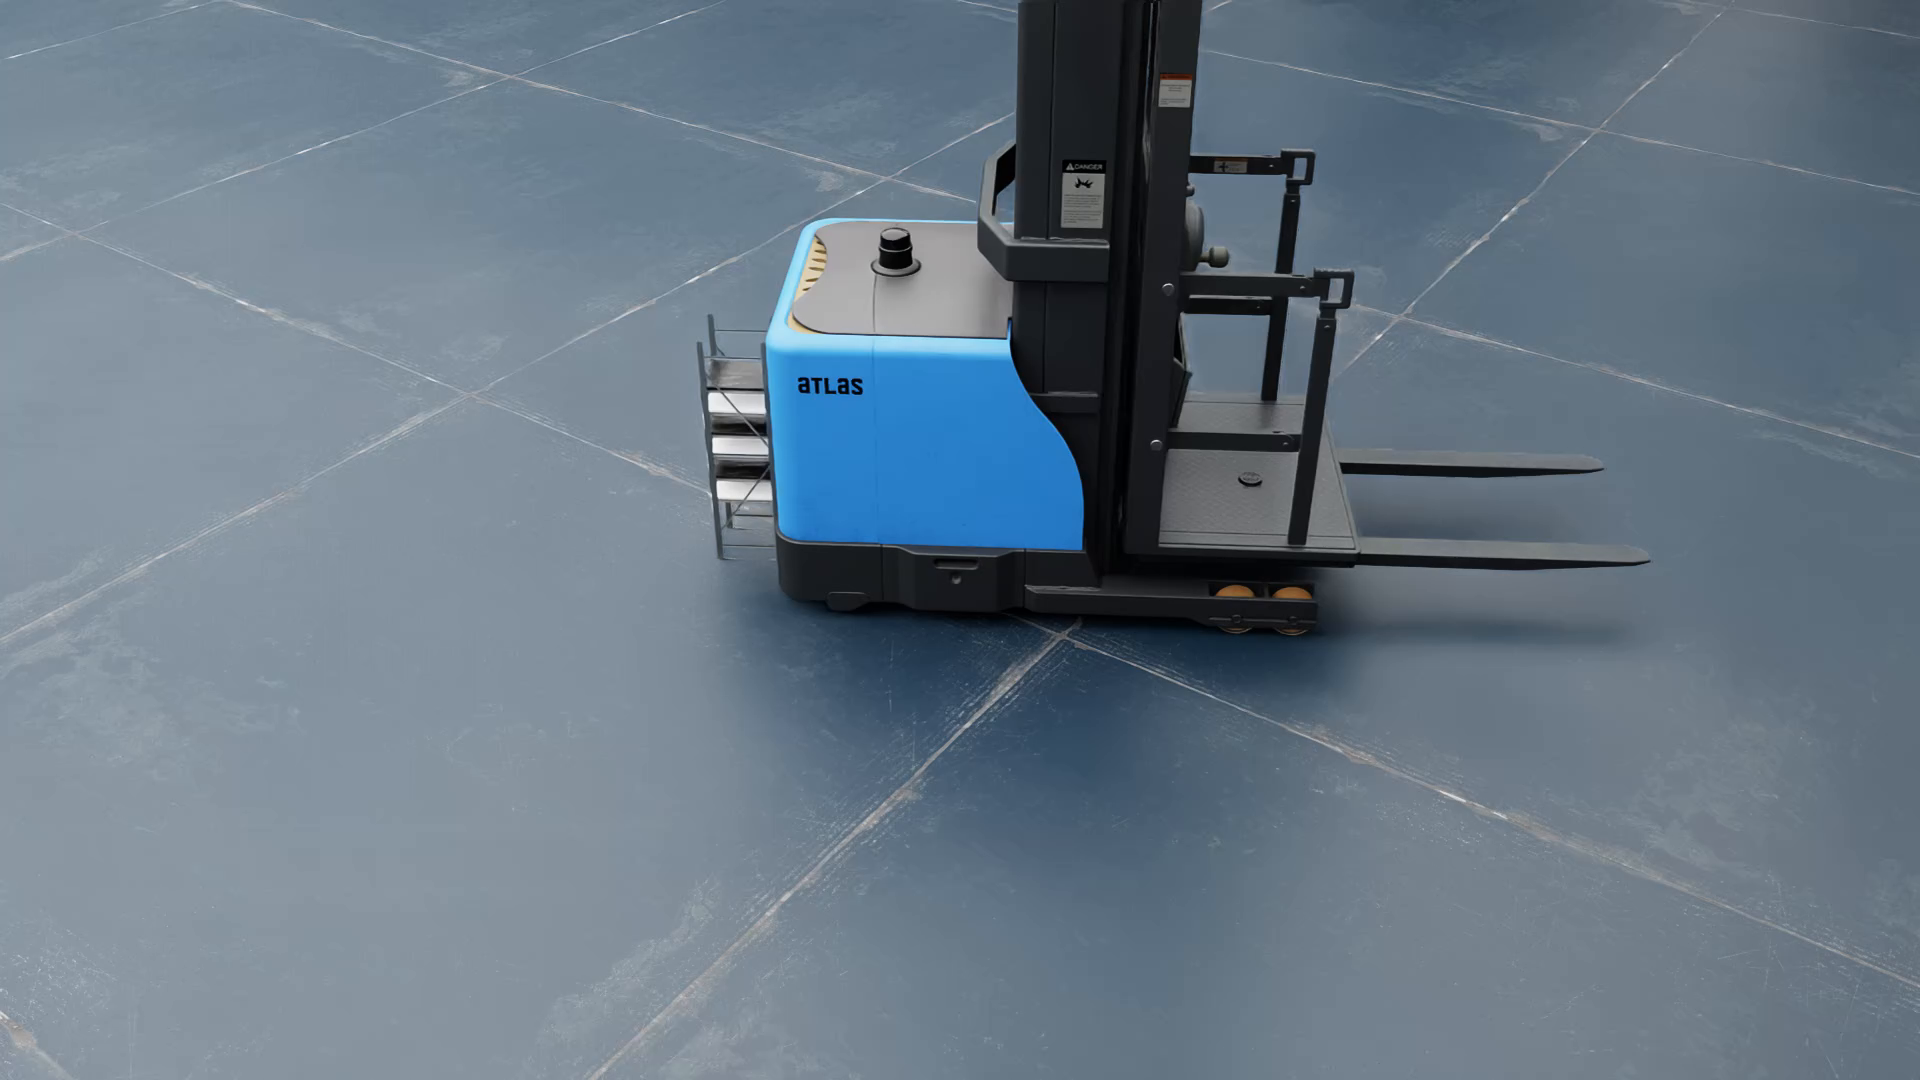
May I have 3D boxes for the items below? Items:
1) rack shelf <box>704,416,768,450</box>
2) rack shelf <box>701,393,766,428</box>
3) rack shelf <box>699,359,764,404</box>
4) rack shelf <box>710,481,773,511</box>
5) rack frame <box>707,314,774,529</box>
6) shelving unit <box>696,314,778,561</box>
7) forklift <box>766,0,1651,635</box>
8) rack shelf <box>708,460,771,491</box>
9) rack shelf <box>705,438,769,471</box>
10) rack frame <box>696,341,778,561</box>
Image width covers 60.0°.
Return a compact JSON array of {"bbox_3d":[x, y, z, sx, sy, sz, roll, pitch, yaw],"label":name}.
[{"bbox_3d":[-0.769,-0.403,5.941,0.258,0.077,0.200,2,34,3],"label":"rack shelf"},{"bbox_3d":[-0.769,-0.477,5.890,0.258,0.077,0.200,2,34,3],"label":"rack shelf"},{"bbox_3d":[-0.769,-0.552,5.840,0.258,0.077,0.200,2,34,3],"label":"rack shelf"},{"bbox_3d":[-0.769,-0.179,6.092,0.258,0.077,0.200,2,34,3],"label":"rack shelf"},{"bbox_3d":[-0.763,-0.413,6.056,0.240,0.900,0.006,2,34,3],"label":"rack frame"},{"bbox_3d":[-0.769,-0.356,5.972,0.258,0.900,0.210,2,34,3],"label":"shelving unit"},{"bbox_3d":[0.896,-1.192,5.397,3.031,2.935,1.130,2,34,3],"label":"forklift"},{"bbox_3d":[-0.769,-0.254,6.041,0.258,0.077,0.200,2,34,3],"label":"rack shelf"},{"bbox_3d":[-0.769,-0.328,5.991,0.258,0.077,0.200,2,34,3],"label":"rack shelf"},{"bbox_3d":[-0.775,-0.299,5.888,0.240,0.900,0.006,2,34,3],"label":"rack frame"}]
